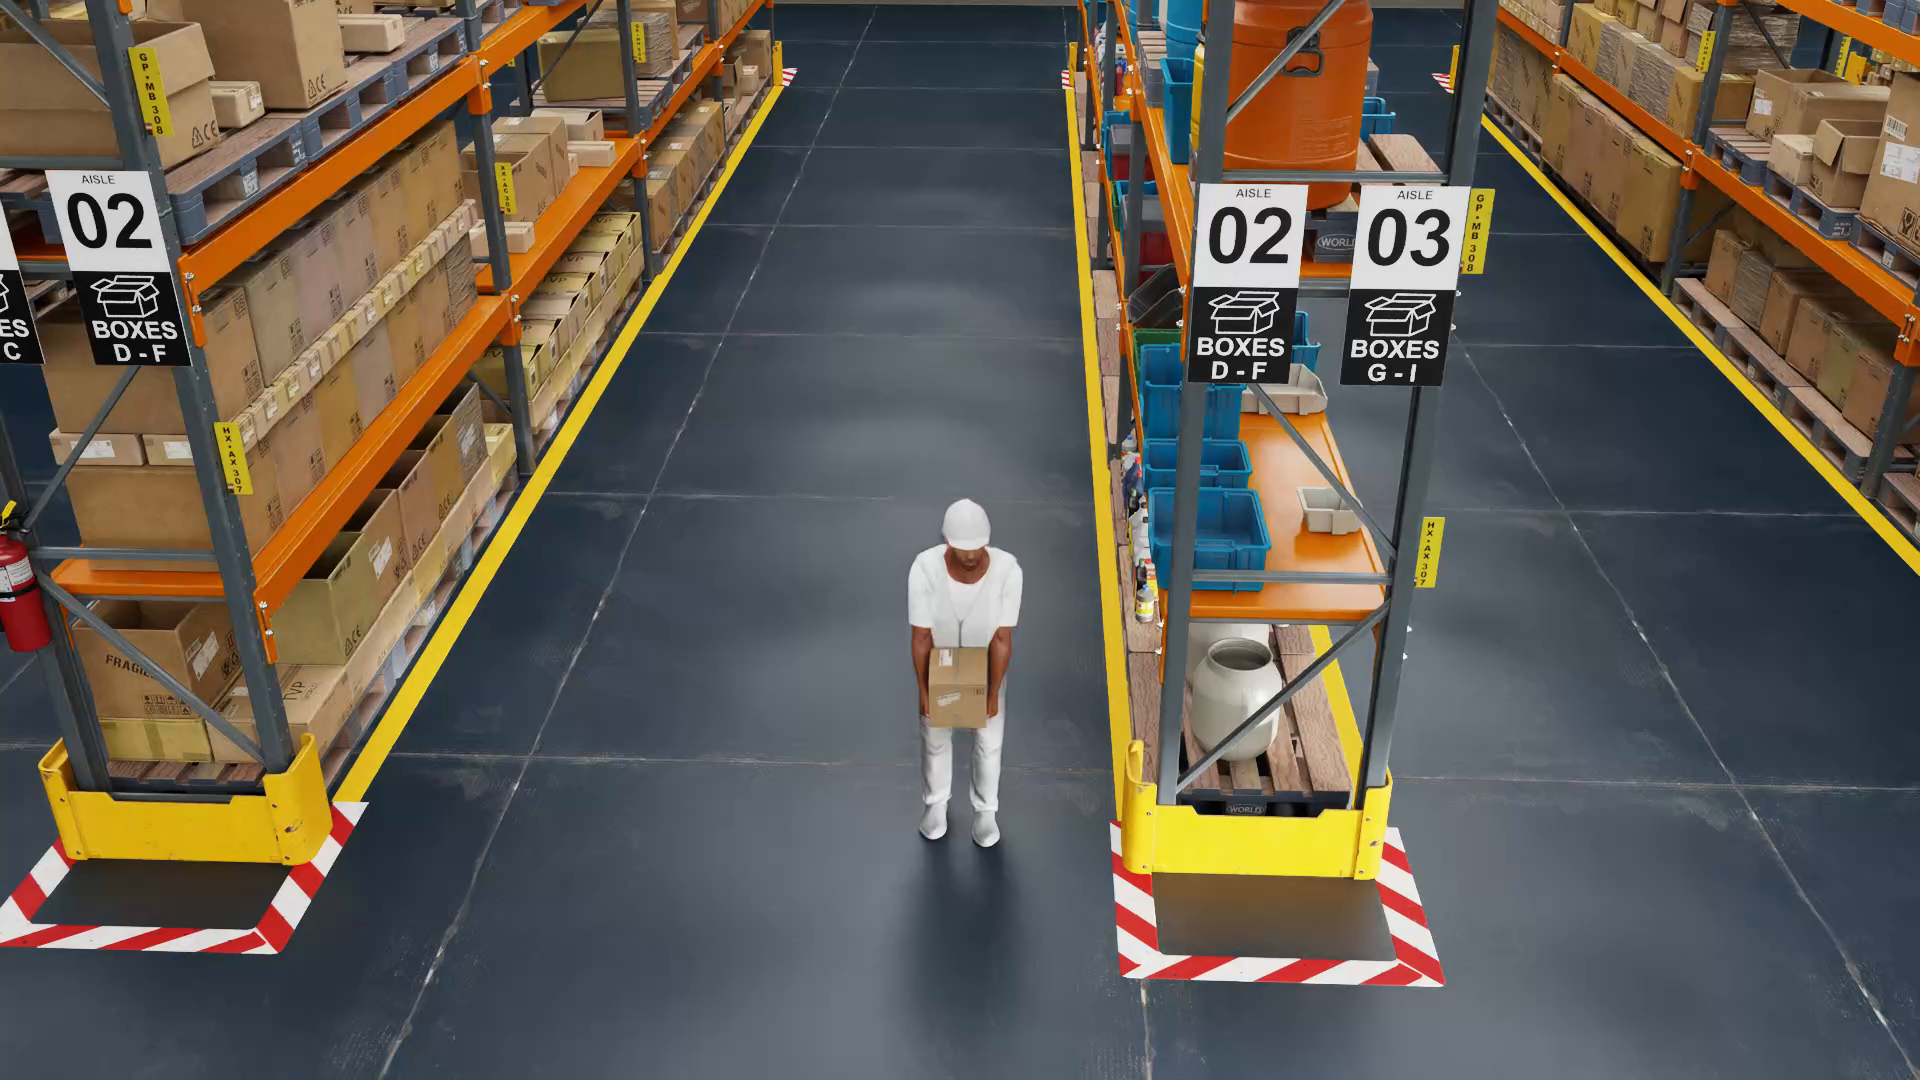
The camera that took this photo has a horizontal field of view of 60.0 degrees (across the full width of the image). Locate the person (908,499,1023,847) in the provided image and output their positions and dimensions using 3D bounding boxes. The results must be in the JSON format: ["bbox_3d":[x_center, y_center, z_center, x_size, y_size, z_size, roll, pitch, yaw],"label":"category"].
[{"bbox_3d":[0.023,0.607,7.463,0.502,1.747,0.586,1,28,1],"label":"person"}]
